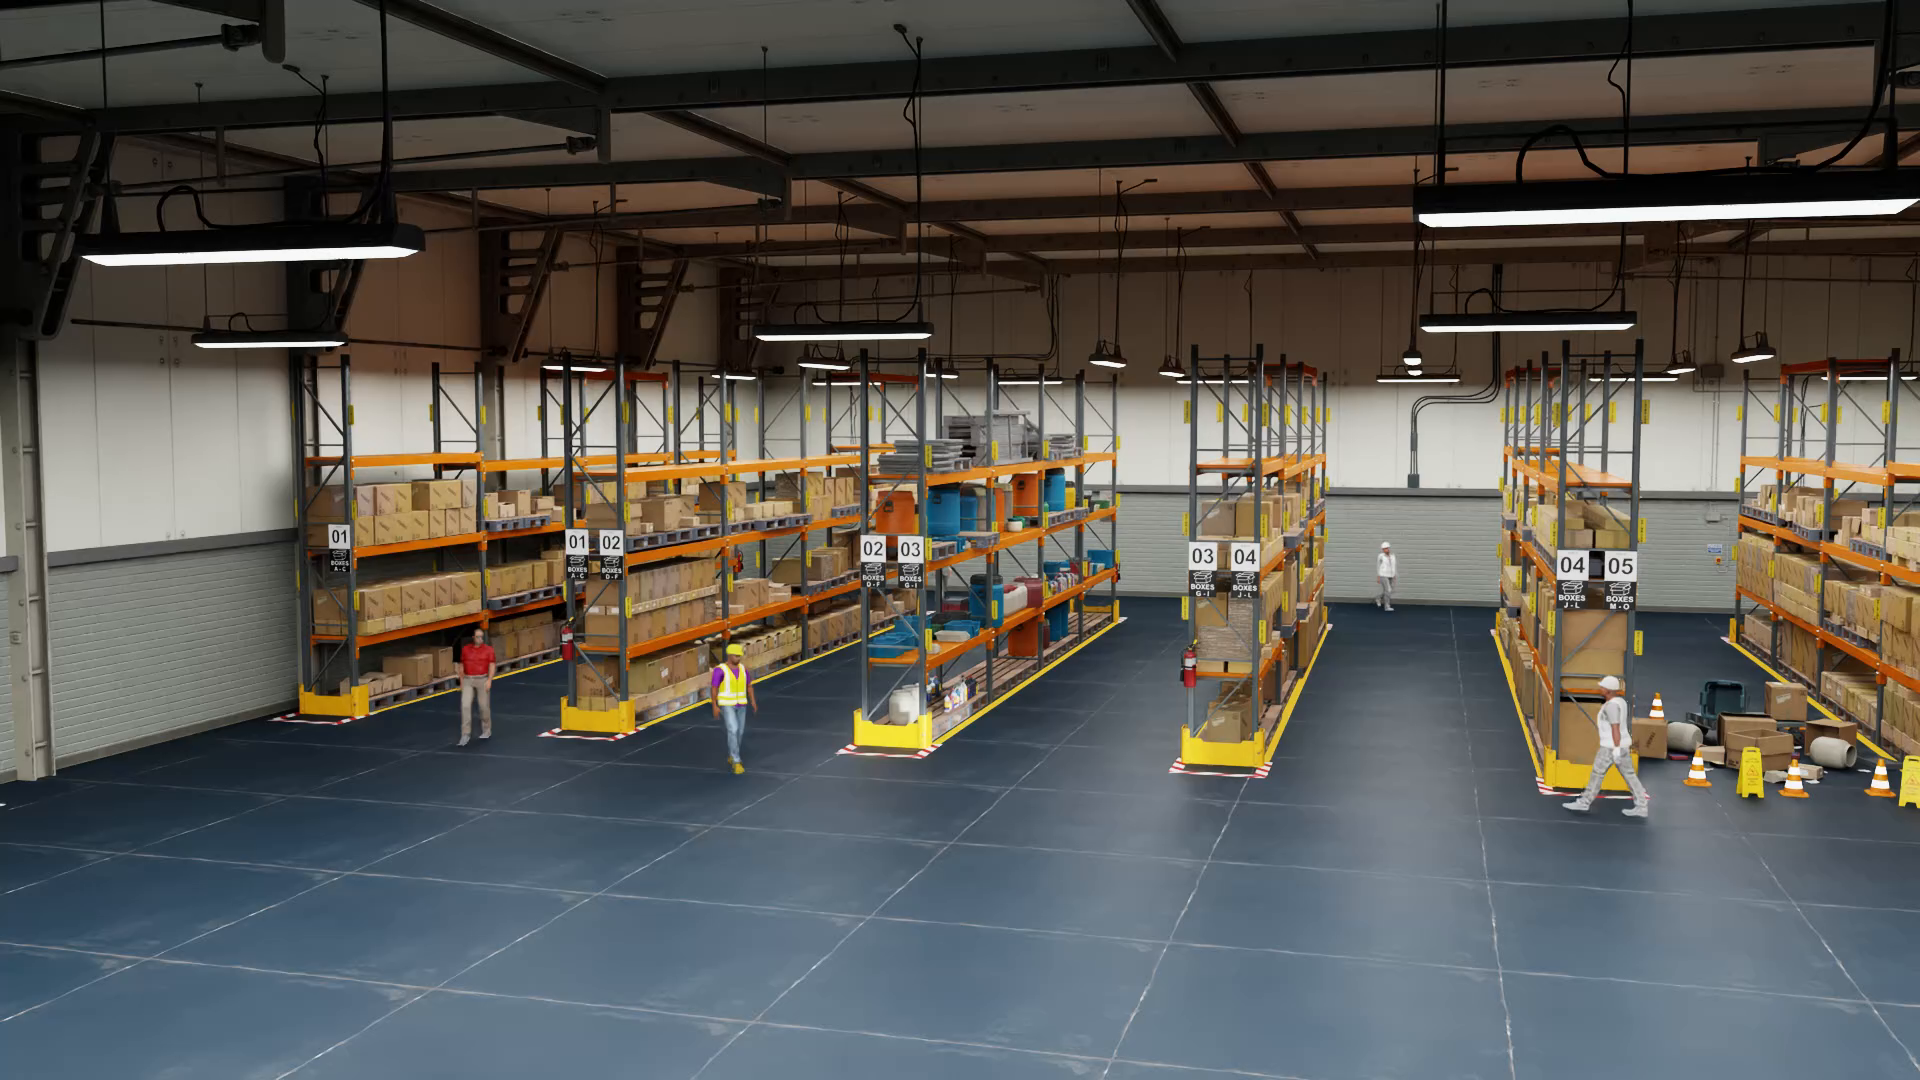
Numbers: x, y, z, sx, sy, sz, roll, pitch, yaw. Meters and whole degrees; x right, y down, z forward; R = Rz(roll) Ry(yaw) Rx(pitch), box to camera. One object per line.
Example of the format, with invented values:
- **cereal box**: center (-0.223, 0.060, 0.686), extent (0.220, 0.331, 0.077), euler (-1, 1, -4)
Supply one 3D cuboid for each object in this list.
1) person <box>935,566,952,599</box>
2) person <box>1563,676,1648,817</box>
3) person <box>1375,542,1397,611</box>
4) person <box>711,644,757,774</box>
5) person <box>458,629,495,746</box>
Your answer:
- **person**: center (-0.459, 0.895, 44.231), extent (0.430, 1.533, 1.013), euler (-1, 4, -14)
- **person**: center (8.112, 2.552, 20.792), extent (0.988, 1.718, 0.594), euler (4, 6, 42)
- **person**: center (10.901, 0.923, 42.548), extent (0.524, 1.755, 0.711), euler (-3, 5, -35)
- **person**: center (-3.143, 2.373, 23.557), extent (0.594, 1.772, 0.791), euler (-3, 6, -39)
- **person**: center (-7.445, 2.249, 25.550), extent (0.566, 1.732, 0.781), euler (-1, 4, -8)
